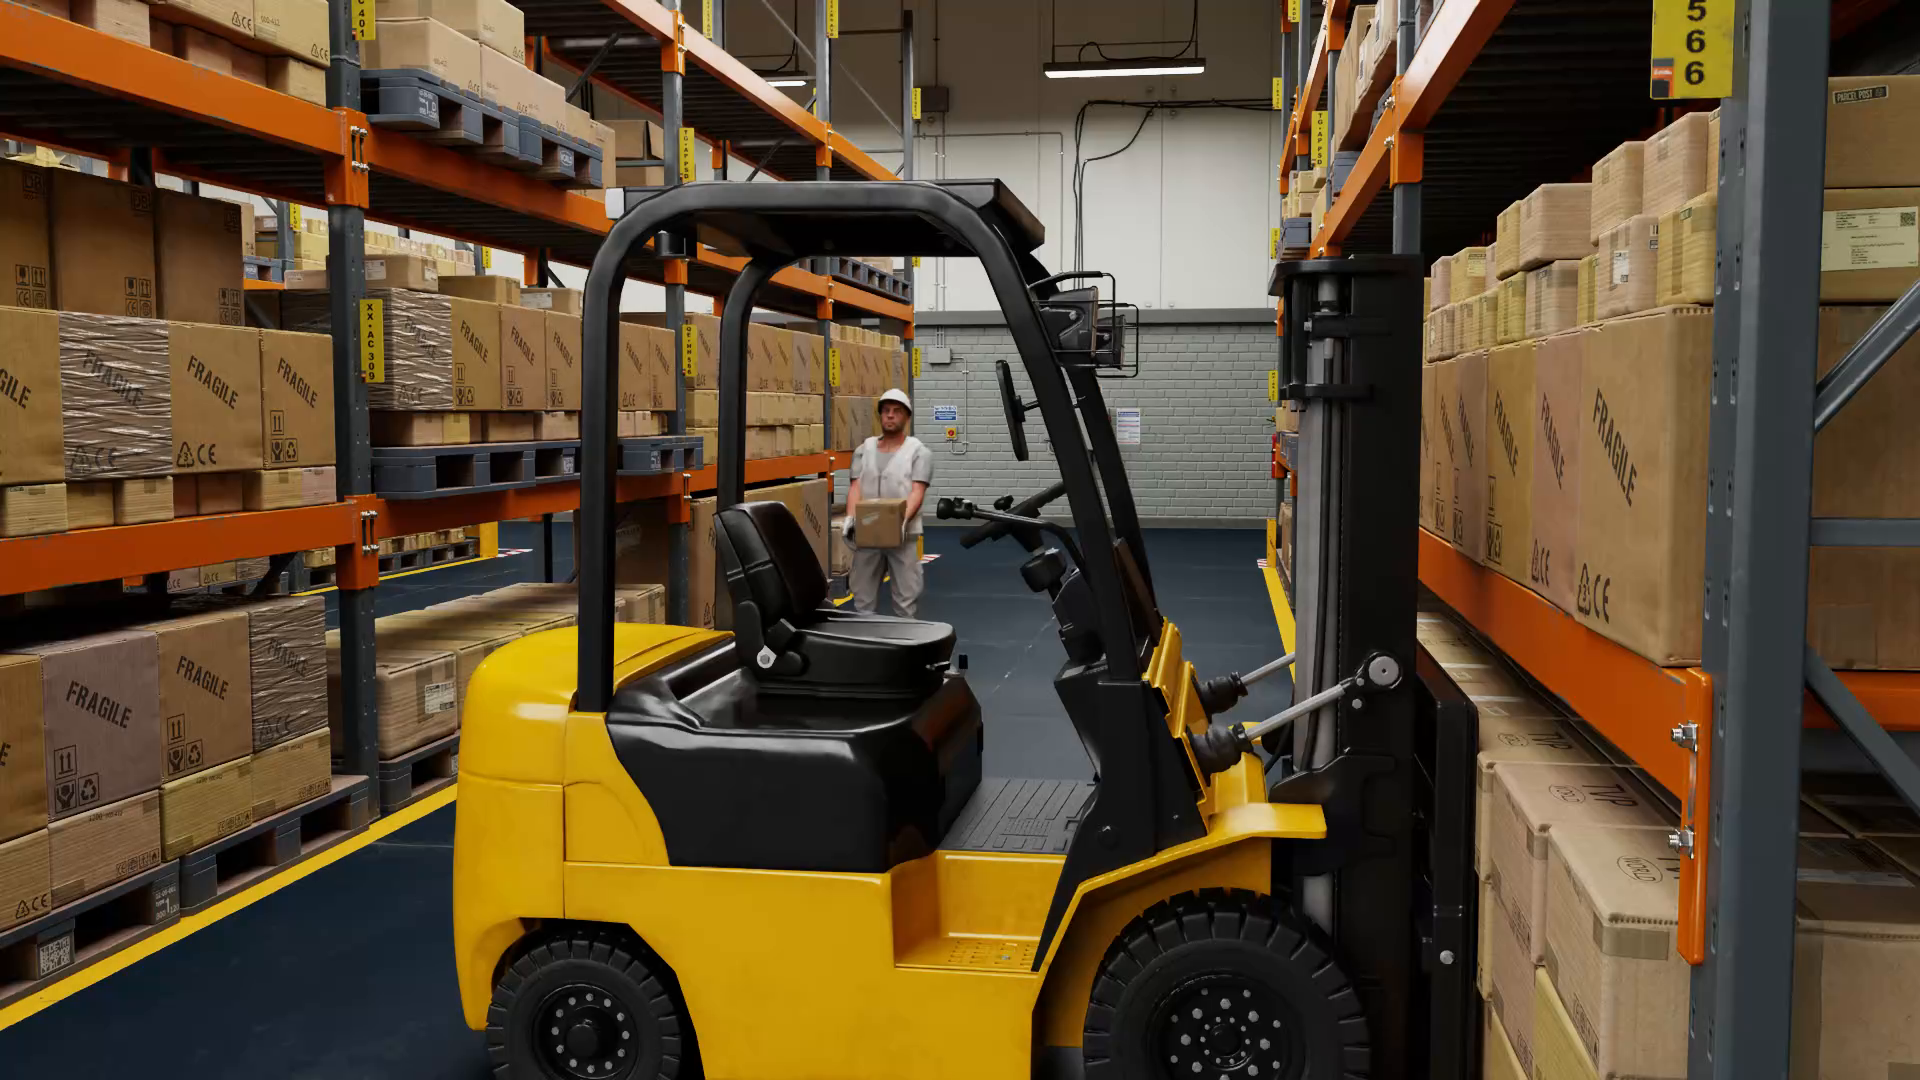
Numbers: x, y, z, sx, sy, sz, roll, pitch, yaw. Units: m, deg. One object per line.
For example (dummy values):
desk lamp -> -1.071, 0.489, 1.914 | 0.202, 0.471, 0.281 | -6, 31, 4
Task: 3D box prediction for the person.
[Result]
person -> -0.435, 0.018, 9.670 | 0.506, 1.792, 0.556 | 1, 5, 17
